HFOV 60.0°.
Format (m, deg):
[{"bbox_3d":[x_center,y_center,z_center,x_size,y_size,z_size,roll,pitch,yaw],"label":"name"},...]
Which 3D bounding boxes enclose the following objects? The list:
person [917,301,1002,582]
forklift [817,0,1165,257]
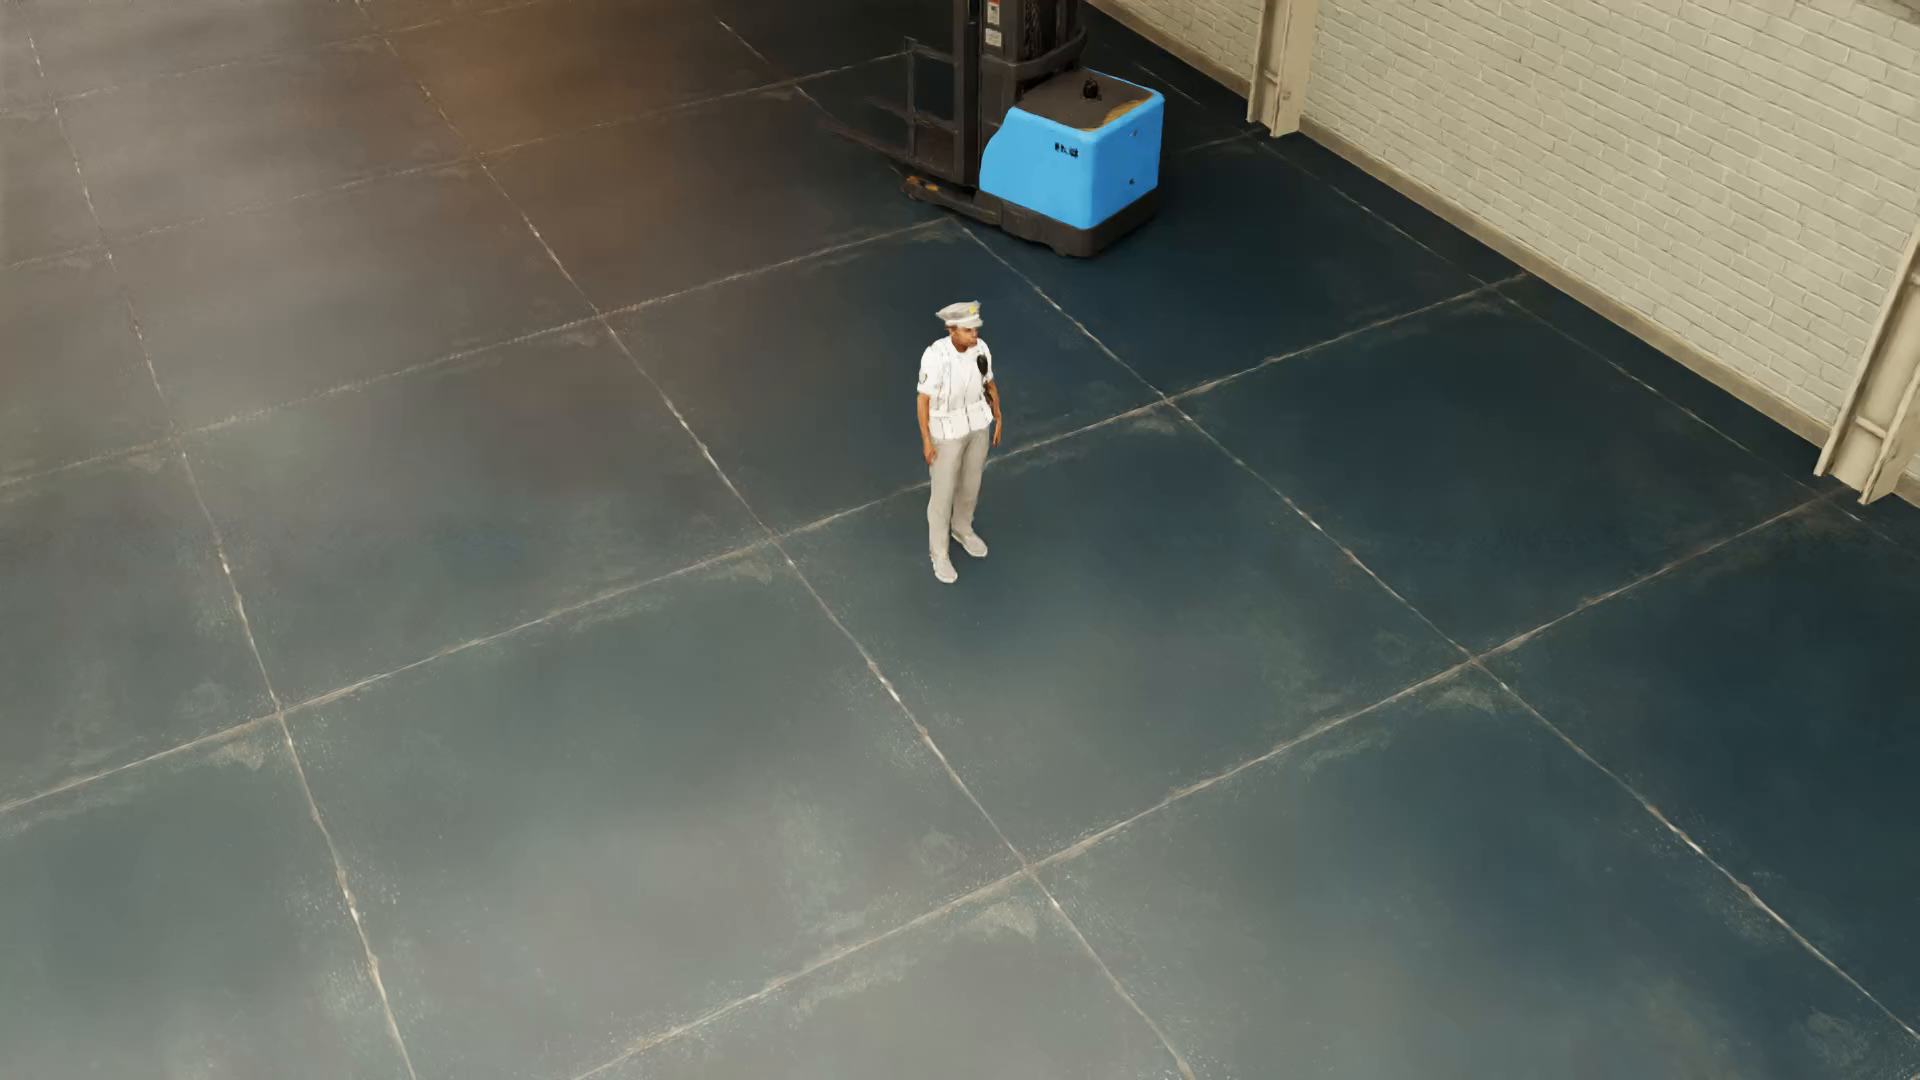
[{"bbox_3d":[0.021,-0.609,9.729,0.570,1.693,0.527,-20,44,-23],"label":"person"},{"bbox_3d":[0.139,-4.110,12.992,3.031,2.935,1.130,28,47,30],"label":"forklift"}]
